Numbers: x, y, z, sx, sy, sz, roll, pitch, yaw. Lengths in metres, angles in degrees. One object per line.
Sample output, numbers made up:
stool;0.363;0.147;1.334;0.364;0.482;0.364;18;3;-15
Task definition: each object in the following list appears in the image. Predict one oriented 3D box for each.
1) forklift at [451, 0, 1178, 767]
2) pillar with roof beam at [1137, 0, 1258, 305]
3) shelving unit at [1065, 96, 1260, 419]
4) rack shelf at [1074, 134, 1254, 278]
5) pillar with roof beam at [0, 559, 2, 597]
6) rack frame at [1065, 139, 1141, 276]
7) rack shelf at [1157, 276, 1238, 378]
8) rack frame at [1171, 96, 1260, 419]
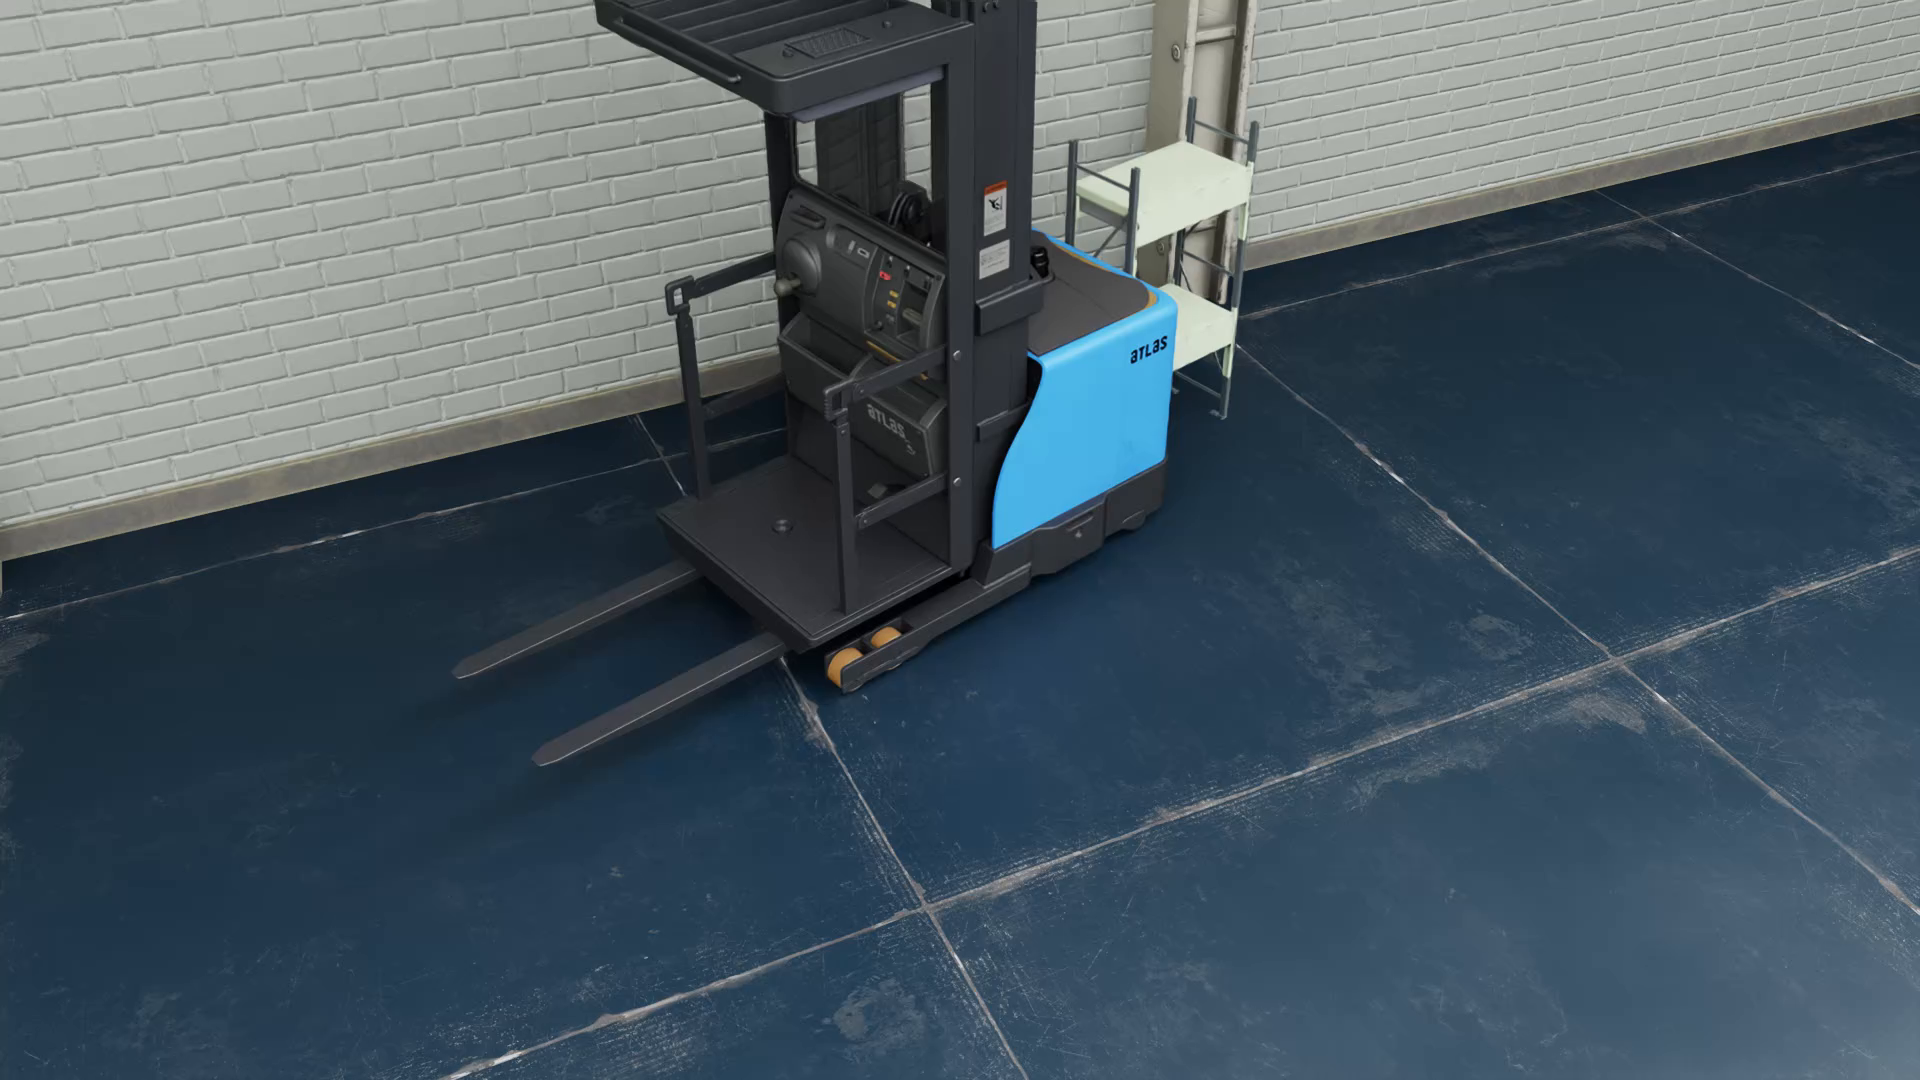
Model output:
forklift;-0.539;-0.945;6.064;3.031;2.935;1.130;-27;44;-32
pillar with roof beam;3.024;-2.605;3.208;0.400;9.000;9.100;-16;39;-20
shelving unit;0.875;-1.137;7.524;0.755;1.500;0.431;-27;44;-32
rack shelf;0.875;-1.451;7.292;0.720;0.370;0.431;-27;44;-32
pillar with roof beam;-2.408;-1.086;1.161;0.400;9.000;9.100;-16;39;-20
rack frame;0.598;-0.995;7.333;0.023;1.500;0.400;-27;44;-32
rack shelf;0.875;-0.875;7.718;0.720;0.370;0.431;-27;44;-32
rack frame;1.153;-1.279;7.716;0.023;1.500;0.400;-27;44;-32
